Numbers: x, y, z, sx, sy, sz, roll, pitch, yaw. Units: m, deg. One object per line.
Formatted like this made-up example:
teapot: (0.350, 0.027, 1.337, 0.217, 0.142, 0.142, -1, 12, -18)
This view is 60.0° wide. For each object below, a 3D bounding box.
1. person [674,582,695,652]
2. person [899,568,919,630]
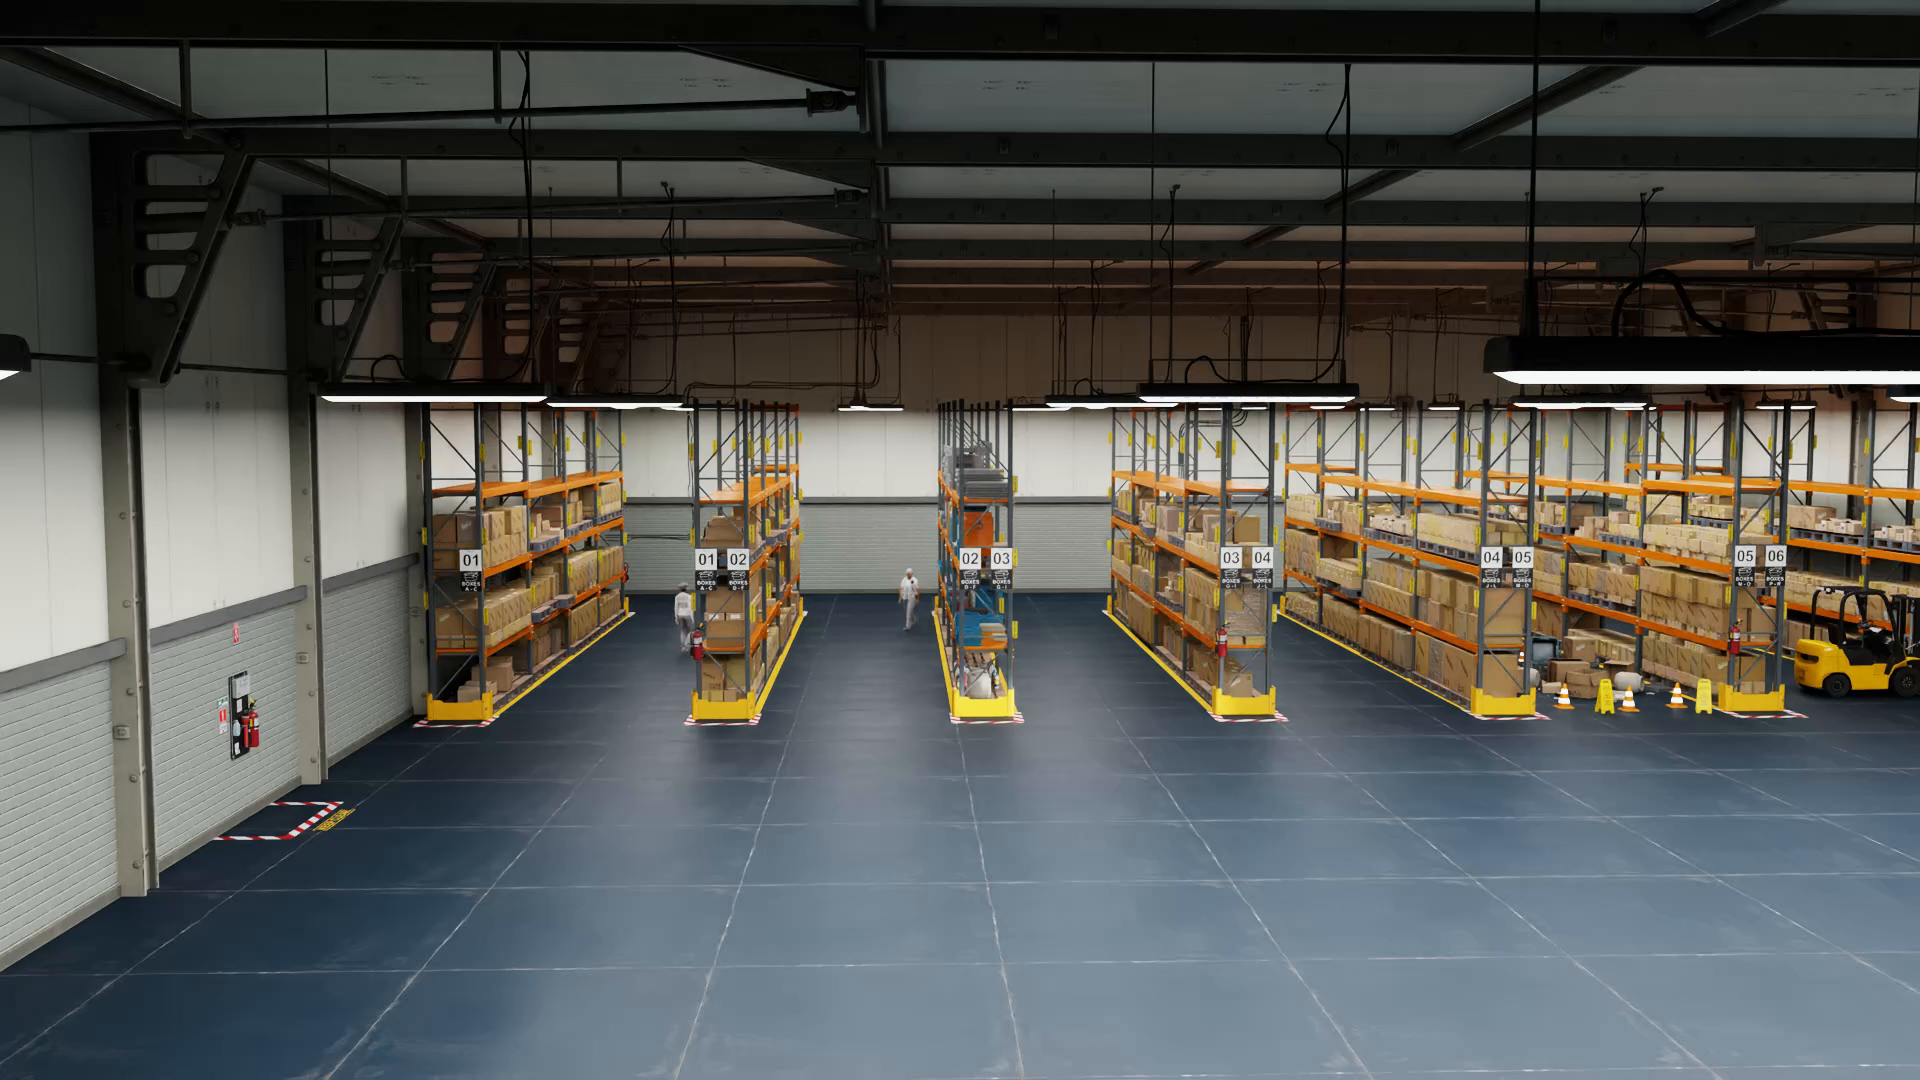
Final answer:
person: (-6.618, 1.857, 39.888, 0.528, 1.670, 0.511, 1, 4, 12)
person: (-1.326, 1.545, 44.176, 0.484, 1.608, 1.006, 2, 5, 26)
